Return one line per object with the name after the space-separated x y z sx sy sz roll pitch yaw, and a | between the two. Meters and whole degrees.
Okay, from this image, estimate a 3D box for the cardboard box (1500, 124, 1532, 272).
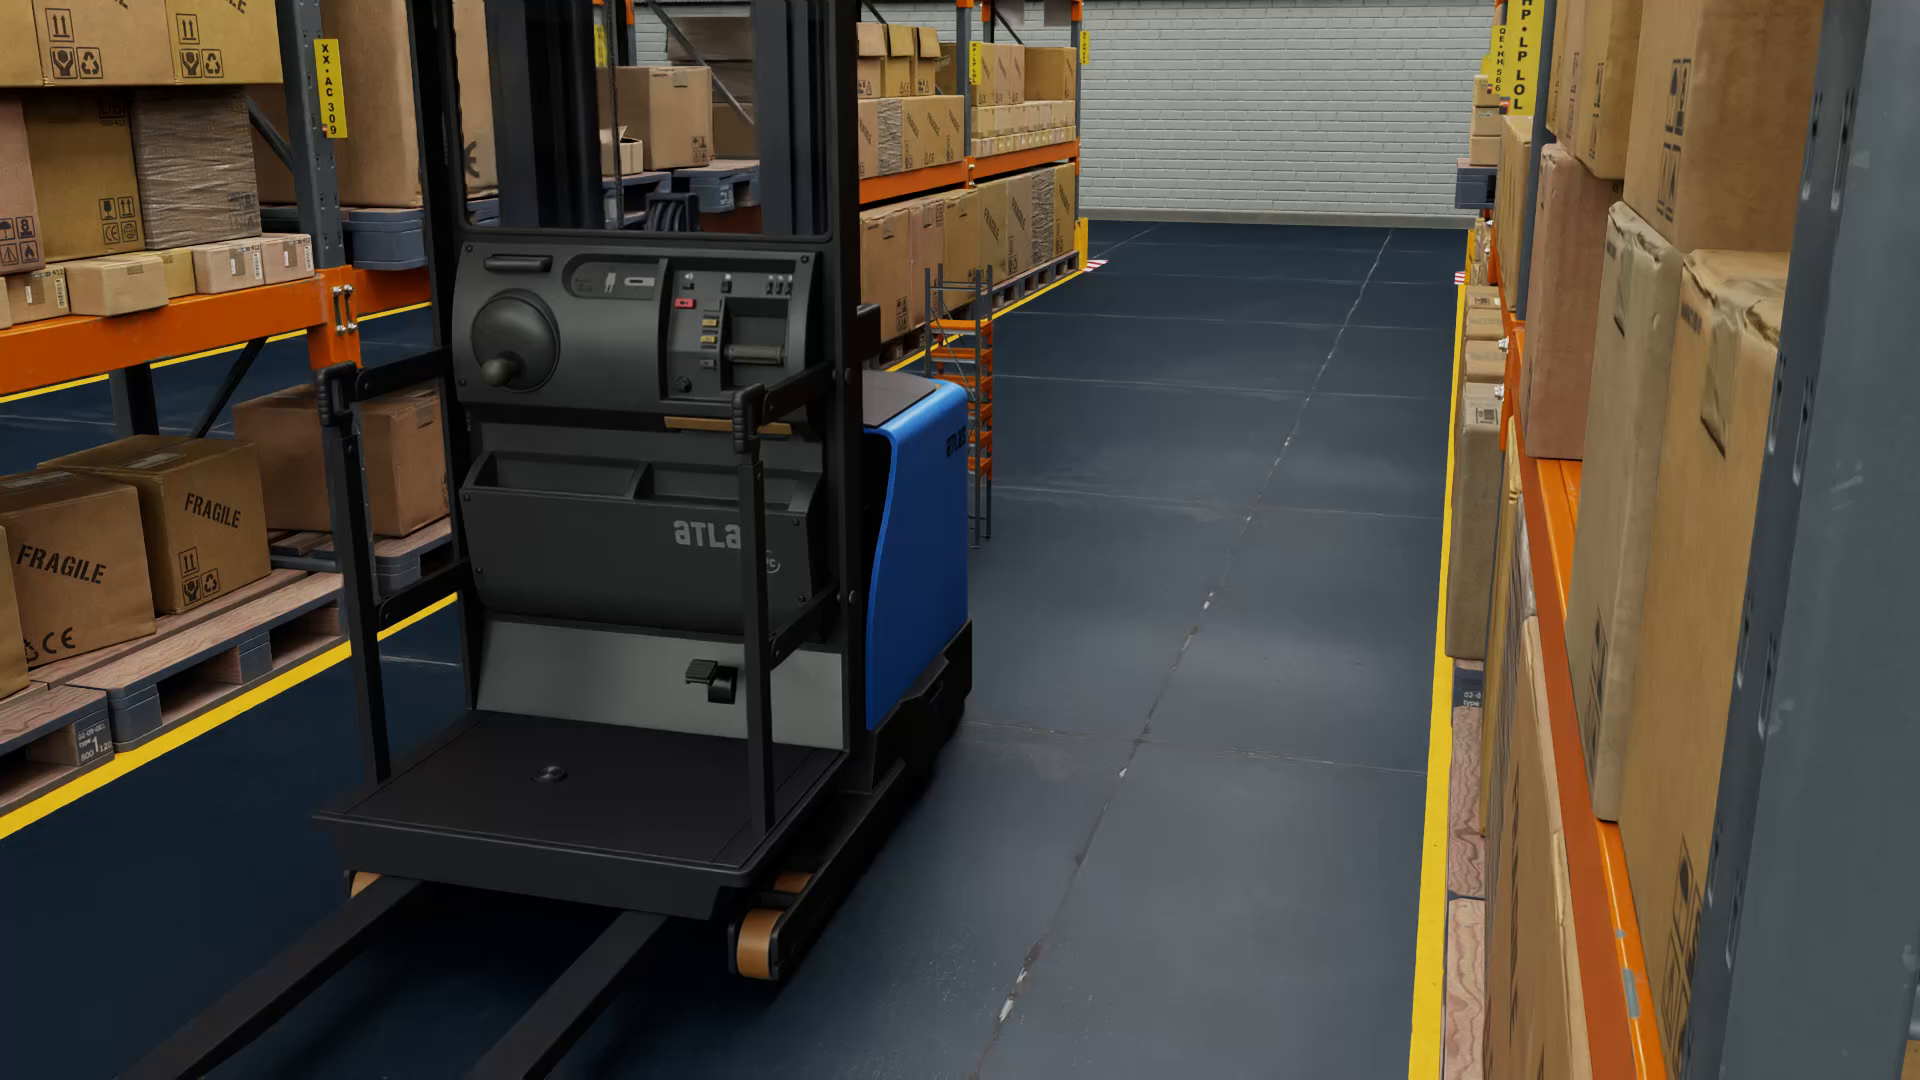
2.225 -1.227 5.977 0.500 0.500 0.500 5 17 16 | cardboard box

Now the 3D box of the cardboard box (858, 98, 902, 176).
-0.714 -2.769 11.413 0.500 0.500 0.500 5 16 16 | cardboard box

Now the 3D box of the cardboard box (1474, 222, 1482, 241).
4.824 -2.766 14.948 0.380 0.149 0.250 5 16 16 | cardboard box

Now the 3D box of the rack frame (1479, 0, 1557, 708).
2.046 -0.758 4.504 1.000 3.000 0.127 5 16 16 | rack frame

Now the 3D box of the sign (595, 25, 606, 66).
-2.077 -2.814 9.633 0.100 0.325 0.005 5 16 16 | sign

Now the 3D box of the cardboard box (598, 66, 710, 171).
-1.722 -2.167 8.520 0.700 0.500 0.500 7 17 24 | cardboard box

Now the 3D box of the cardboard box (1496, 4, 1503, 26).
4.194 -3.667 12.200 0.500 0.500 0.500 4 16 14 | cardboard box

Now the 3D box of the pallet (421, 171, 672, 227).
-2.067 -1.602 7.832 1.003 0.211 1.213 5 16 16 | pallet

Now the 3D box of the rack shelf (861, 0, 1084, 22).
0.161 -4.882 14.866 1.077 0.370 4.000 5 16 16 | rack shelf

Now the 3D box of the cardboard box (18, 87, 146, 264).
-3.044 -1.119 5.049 0.875 0.500 0.500 5 16 16 | cardboard box

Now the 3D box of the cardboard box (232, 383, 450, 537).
-2.486 -0.337 6.795 0.700 0.500 0.500 3 16 12 | cardboard box

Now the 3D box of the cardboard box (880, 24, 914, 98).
-0.787 -3.446 11.960 0.797 0.503 0.637 5 17 16 | cardboard box

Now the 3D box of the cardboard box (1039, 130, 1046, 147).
0.582 -3.733 15.456 0.380 0.149 0.250 5 16 16 | cardboard box

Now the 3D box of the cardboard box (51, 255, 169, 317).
-2.633 -0.769 5.005 0.380 0.149 0.250 5 16 16 | cardboard box

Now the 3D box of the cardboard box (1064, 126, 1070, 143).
0.872 -4.001 16.397 0.380 0.149 0.250 5 17 16 | cardboard box

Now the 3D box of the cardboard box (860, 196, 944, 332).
-0.823 -2.039 12.144 1.225 0.875 0.875 4 16 14 | cardboard box

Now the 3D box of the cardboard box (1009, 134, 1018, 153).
0.290 -3.466 14.513 0.380 0.149 0.250 4 16 15 | cardboard box

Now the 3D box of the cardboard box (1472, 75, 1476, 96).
3.766 -3.151 11.541 0.380 0.149 0.250 6 17 19 | cardboard box

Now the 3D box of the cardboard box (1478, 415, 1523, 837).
1.800 0.222 4.175 0.875 0.875 0.875 5 17 17 | cardboard box

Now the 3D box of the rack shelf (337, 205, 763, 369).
-2.112 -1.346 7.896 1.077 0.370 4.000 5 16 16 | rack shelf

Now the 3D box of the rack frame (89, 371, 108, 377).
-6.293 -2.599 10.997 1.000 3.000 0.127 5 16 16 | rack frame

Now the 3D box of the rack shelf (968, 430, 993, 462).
-0.004 -0.415 7.197 0.258 0.103 0.180 5 16 16 | rack shelf

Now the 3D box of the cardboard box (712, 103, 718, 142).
-1.641 -2.412 10.152 0.500 0.500 0.500 5 17 18 | cardboard box

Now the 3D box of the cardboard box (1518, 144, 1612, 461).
1.552 -0.455 3.160 0.875 0.550 0.550 5 16 16 | cardboard box

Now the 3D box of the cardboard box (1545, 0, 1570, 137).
1.908 -1.256 4.005 0.875 0.550 0.550 5 16 16 | cardboard box

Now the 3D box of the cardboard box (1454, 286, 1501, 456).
2.923 -0.772 7.906 1.050 0.750 0.750 4 16 15 | cardboard box

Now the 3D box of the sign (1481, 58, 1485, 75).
4.936 -4.356 15.602 0.100 0.325 0.005 5 16 16 | sign

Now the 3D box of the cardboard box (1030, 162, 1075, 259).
0.624 -3.314 16.642 0.875 0.875 0.875 5 16 16 | cardboard box

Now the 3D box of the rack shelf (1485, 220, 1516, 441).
2.614 -0.935 6.447 1.077 0.370 4.000 5 16 16 | rack shelf

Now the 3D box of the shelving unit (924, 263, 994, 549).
-0.004 -0.573 7.152 0.258 1.200 0.189 5 16 16 | shelving unit

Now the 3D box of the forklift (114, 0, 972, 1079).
-0.848 -0.523 3.801 1.130 2.935 3.031 4 16 15 | forklift

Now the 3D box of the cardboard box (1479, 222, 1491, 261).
3.856 -2.038 11.455 0.500 0.250 0.500 4 16 13 | cardboard box

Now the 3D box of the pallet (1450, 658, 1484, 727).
2.193 0.376 5.617 1.003 0.211 1.213 5 16 16 | pallet

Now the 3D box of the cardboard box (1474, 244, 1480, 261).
4.768 -2.557 14.756 0.380 0.149 0.250 5 17 18 | cardboard box

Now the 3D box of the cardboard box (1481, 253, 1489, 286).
3.259 -1.497 9.546 0.500 0.250 0.500 5 17 17 | cardboard box

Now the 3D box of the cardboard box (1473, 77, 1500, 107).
2.882 -2.335 8.667 0.380 0.149 0.250 4 16 14 | cardboard box

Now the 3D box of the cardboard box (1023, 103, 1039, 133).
0.413 -3.829 15.063 0.500 0.250 0.500 5 16 16 | cardboard box

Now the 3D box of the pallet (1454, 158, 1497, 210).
3.283 -1.907 8.906 1.213 0.211 1.003 5 16 16 | pallet

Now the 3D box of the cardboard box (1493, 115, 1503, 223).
2.796 -1.756 7.839 0.500 0.500 0.500 5 17 16 | cardboard box

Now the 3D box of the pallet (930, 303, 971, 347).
-0.554 -1.713 12.980 1.003 0.211 1.213 5 16 16 | pallet

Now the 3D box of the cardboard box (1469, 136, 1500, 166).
2.882 -2.050 8.751 0.380 0.149 0.250 5 17 17 | cardboard box

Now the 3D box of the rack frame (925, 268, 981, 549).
-0.030 -0.550 7.068 0.240 1.200 0.006 5 16 16 | rack frame

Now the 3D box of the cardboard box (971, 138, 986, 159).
-0.004 -3.192 13.548 0.380 0.149 0.250 5 16 16 | cardboard box

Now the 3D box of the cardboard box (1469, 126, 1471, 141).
3.474 -2.594 10.669 0.380 0.149 0.250 4 16 13 | cardboard box

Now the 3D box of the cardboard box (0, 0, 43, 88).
-2.829 -1.440 4.350 0.500 0.500 0.500 5 16 16 | cardboard box

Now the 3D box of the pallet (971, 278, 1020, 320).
-0.116 -2.113 14.393 1.003 0.211 1.213 5 16 16 | pallet

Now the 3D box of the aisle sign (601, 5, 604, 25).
-3.718 -5.939 18.007 0.394 0.787 0.004 5 16 16 | aisle sign

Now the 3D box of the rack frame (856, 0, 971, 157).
-0.407 -3.262 13.332 1.000 3.000 0.127 5 16 16 | rack frame

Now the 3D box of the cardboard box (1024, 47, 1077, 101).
0.843 -4.592 16.378 0.500 0.500 0.500 5 17 17 | cardboard box
